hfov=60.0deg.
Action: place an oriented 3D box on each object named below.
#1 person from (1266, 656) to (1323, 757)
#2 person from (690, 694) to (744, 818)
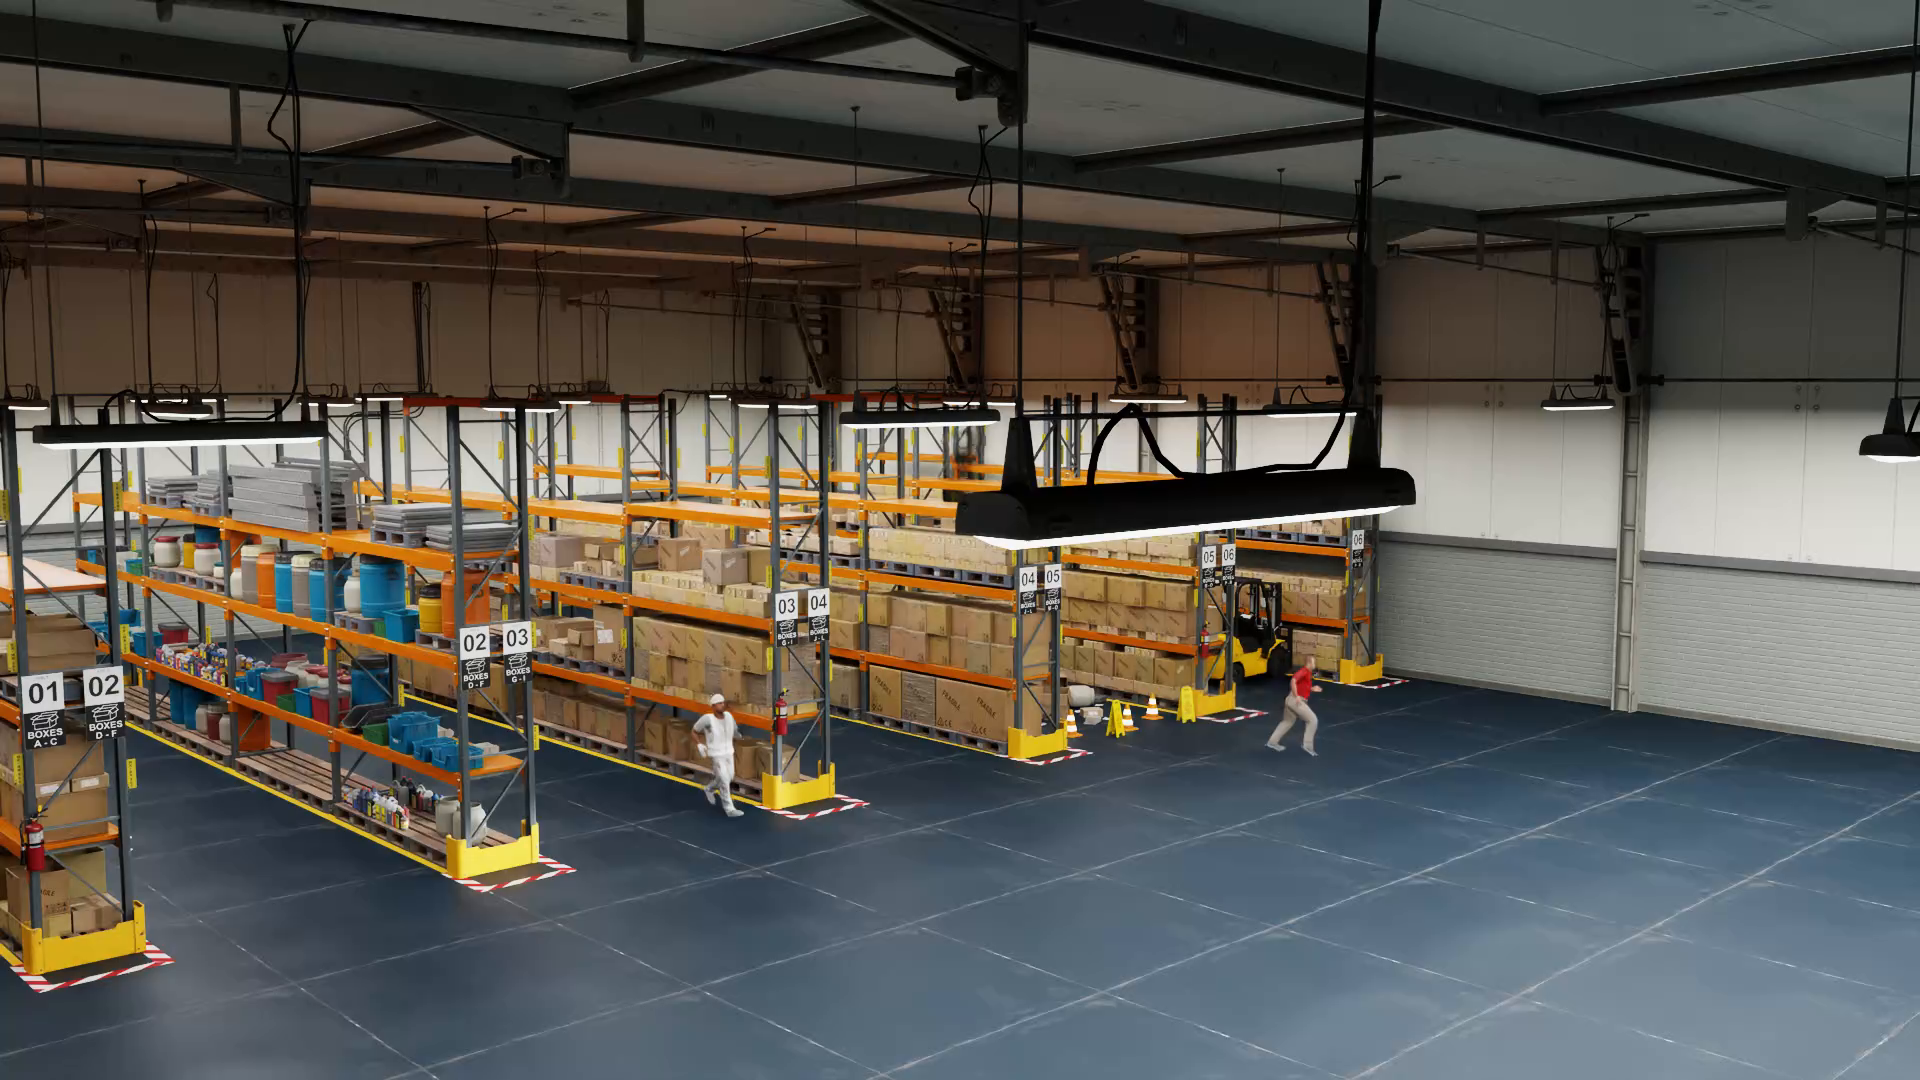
[{"bbox_3d":[5.668,2.806,28.045,0.923,1.731,0.675,0,6,4],"label":"person"},{"bbox_3d":[-3.481,3.116,24.130,0.958,1.763,0.700,5,8,43],"label":"person"}]
